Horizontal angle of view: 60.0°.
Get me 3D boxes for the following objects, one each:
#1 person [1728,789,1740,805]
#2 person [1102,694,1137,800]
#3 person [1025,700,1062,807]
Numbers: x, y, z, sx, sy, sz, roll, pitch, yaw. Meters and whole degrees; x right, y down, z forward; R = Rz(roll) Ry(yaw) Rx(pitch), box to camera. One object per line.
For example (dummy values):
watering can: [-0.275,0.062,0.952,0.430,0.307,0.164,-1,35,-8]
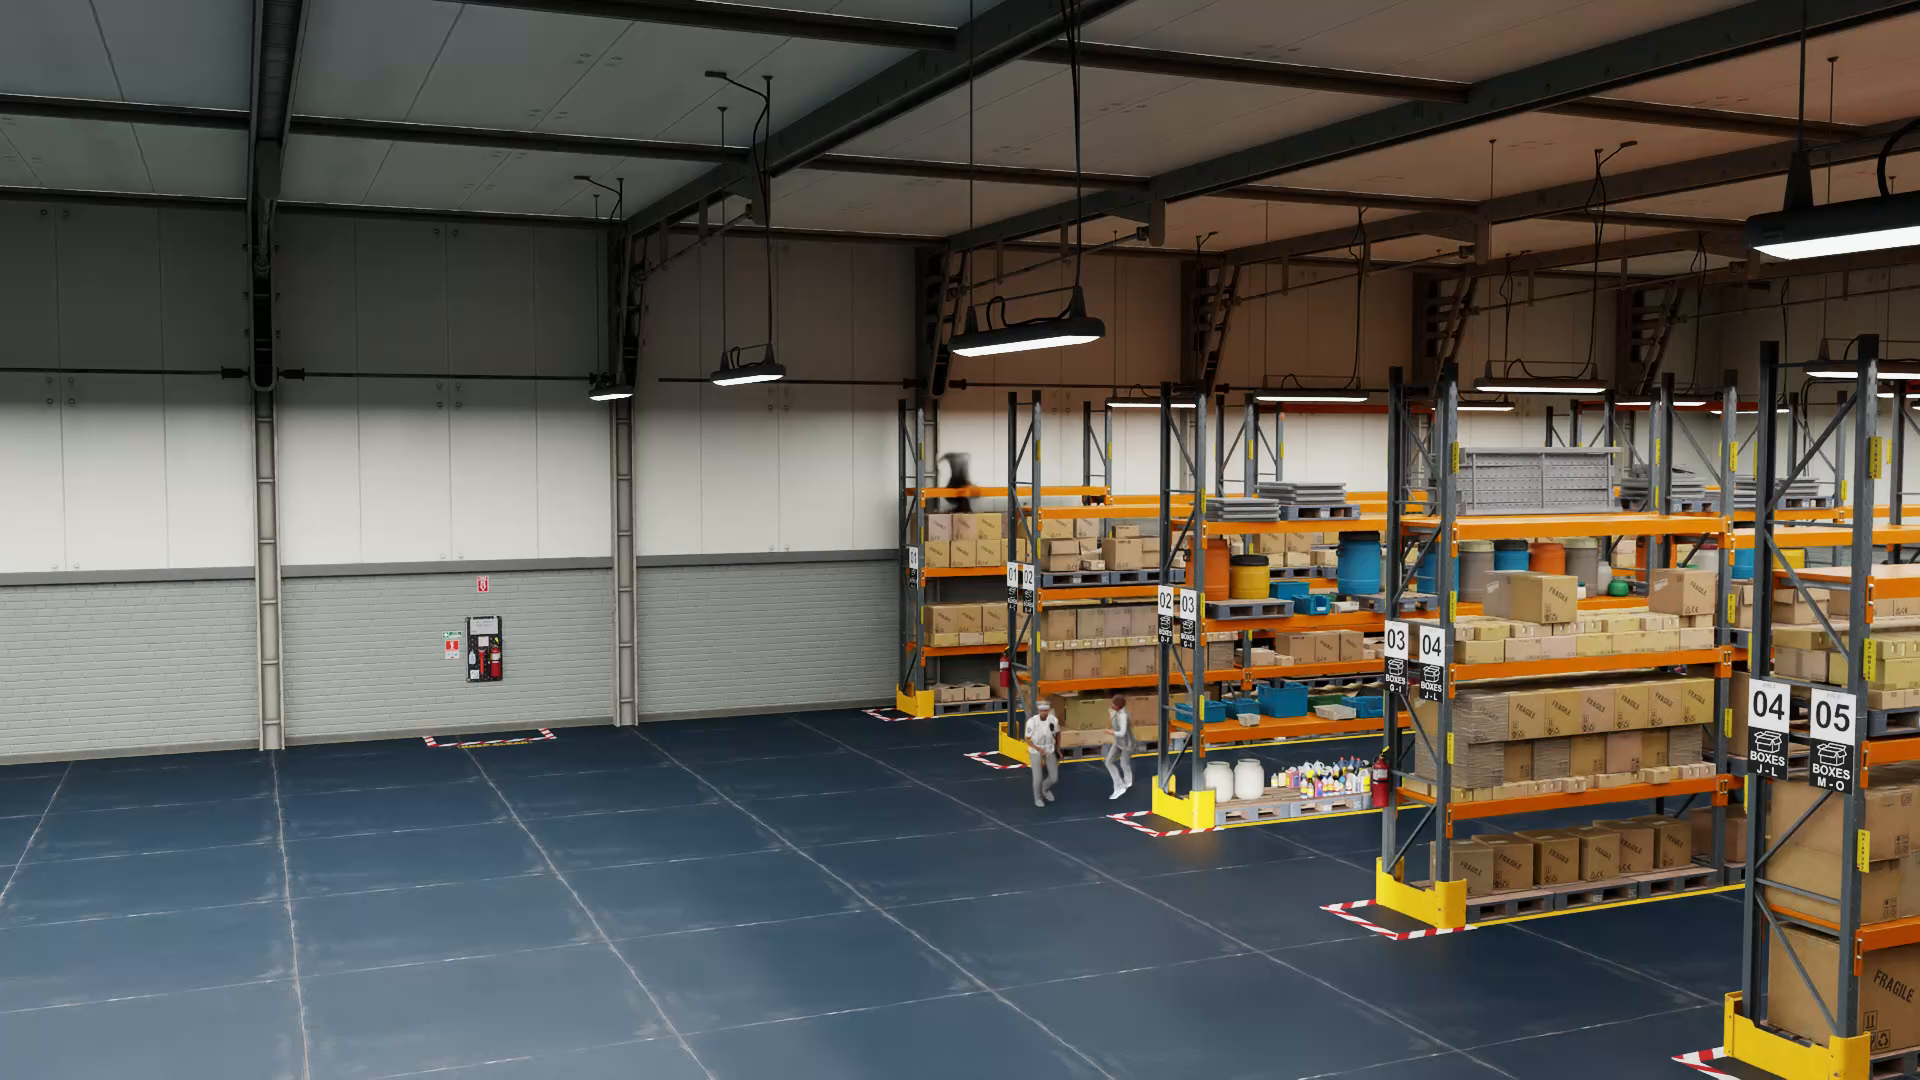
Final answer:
person: [10.245,2.977,22.286,0.844,1.780,0.688,-1,4,-20]
person: [2.351,2.992,24.167,0.654,1.507,0.697,-2,4,-27]
person: [1.172,3.003,23.492,0.554,1.572,0.741,-1,3,-10]
